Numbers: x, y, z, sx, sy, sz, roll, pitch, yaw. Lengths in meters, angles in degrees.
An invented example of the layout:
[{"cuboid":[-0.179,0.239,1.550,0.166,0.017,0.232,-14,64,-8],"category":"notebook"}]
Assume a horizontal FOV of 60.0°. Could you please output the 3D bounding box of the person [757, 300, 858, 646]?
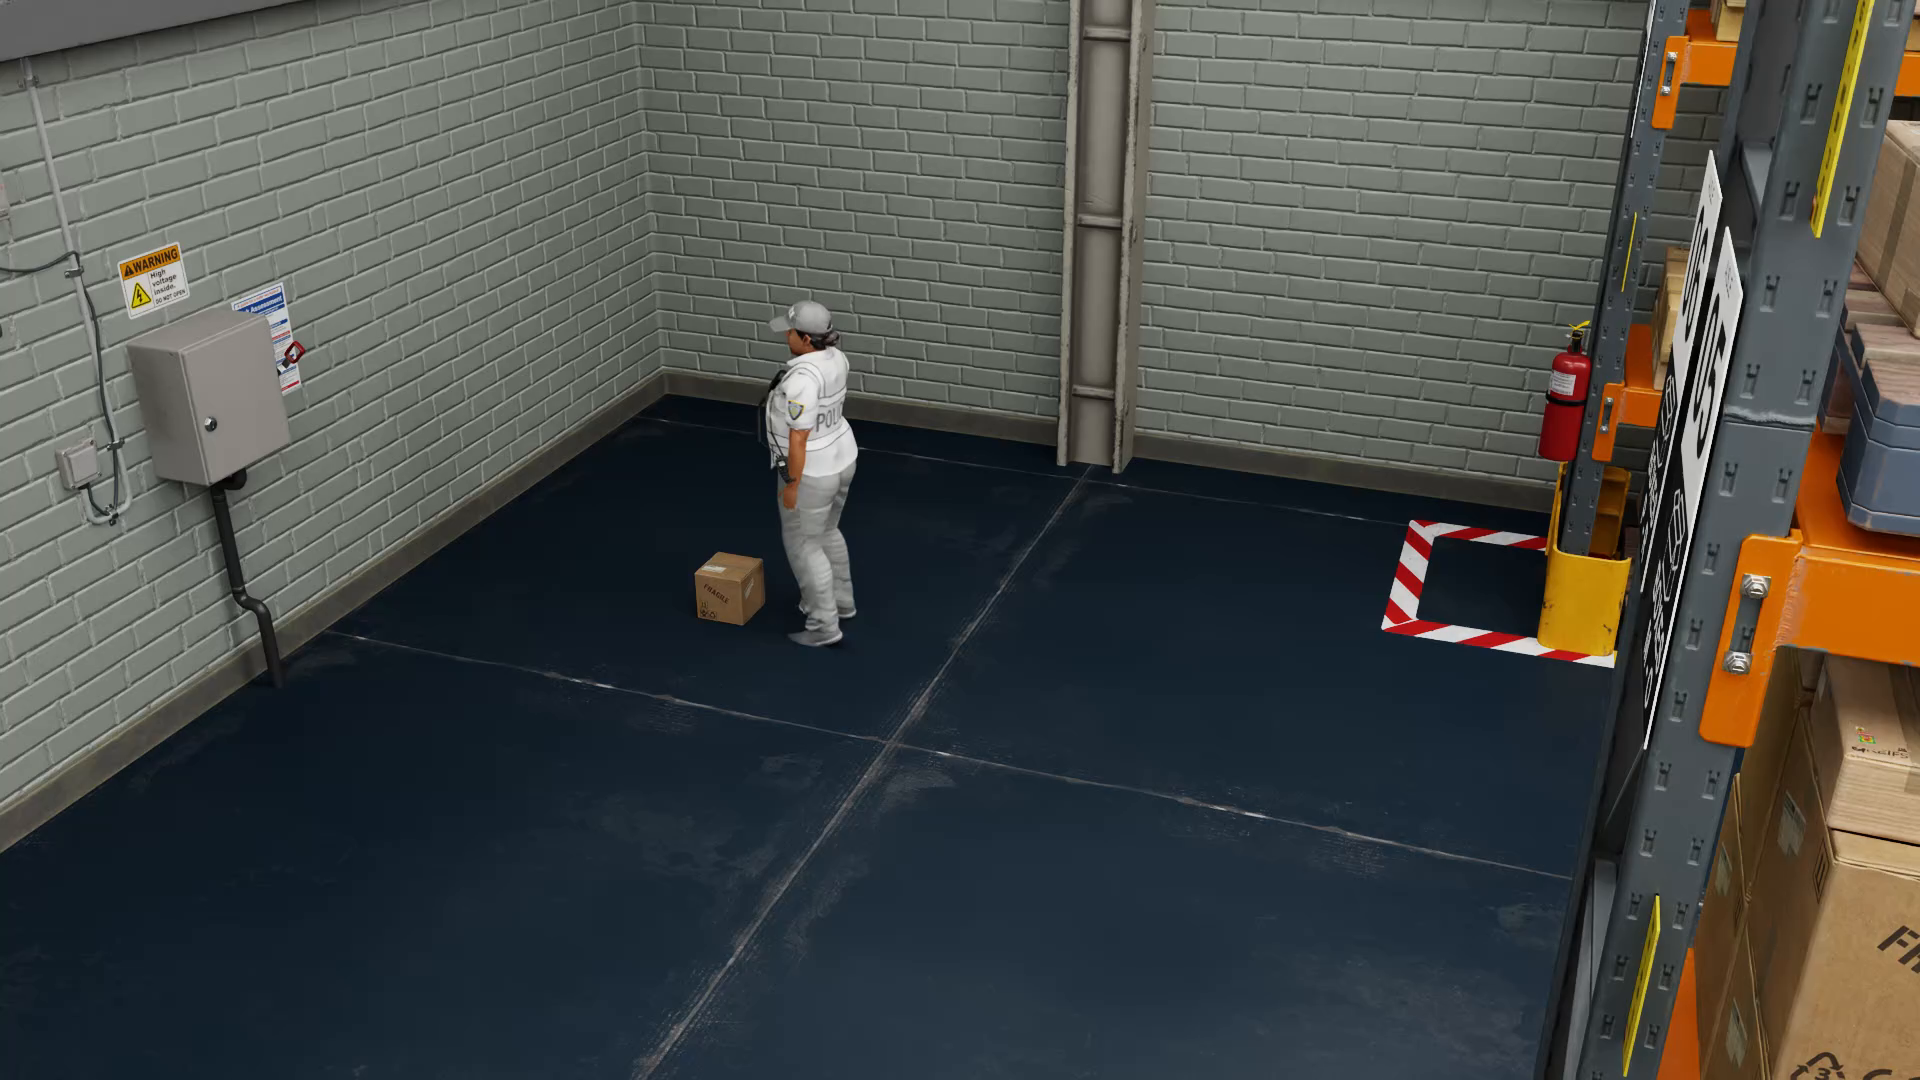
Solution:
[{"cuboid":[-0.698,-0.302,7.782,0.389,1.696,0.466,9,27,19],"category":"person"}]
